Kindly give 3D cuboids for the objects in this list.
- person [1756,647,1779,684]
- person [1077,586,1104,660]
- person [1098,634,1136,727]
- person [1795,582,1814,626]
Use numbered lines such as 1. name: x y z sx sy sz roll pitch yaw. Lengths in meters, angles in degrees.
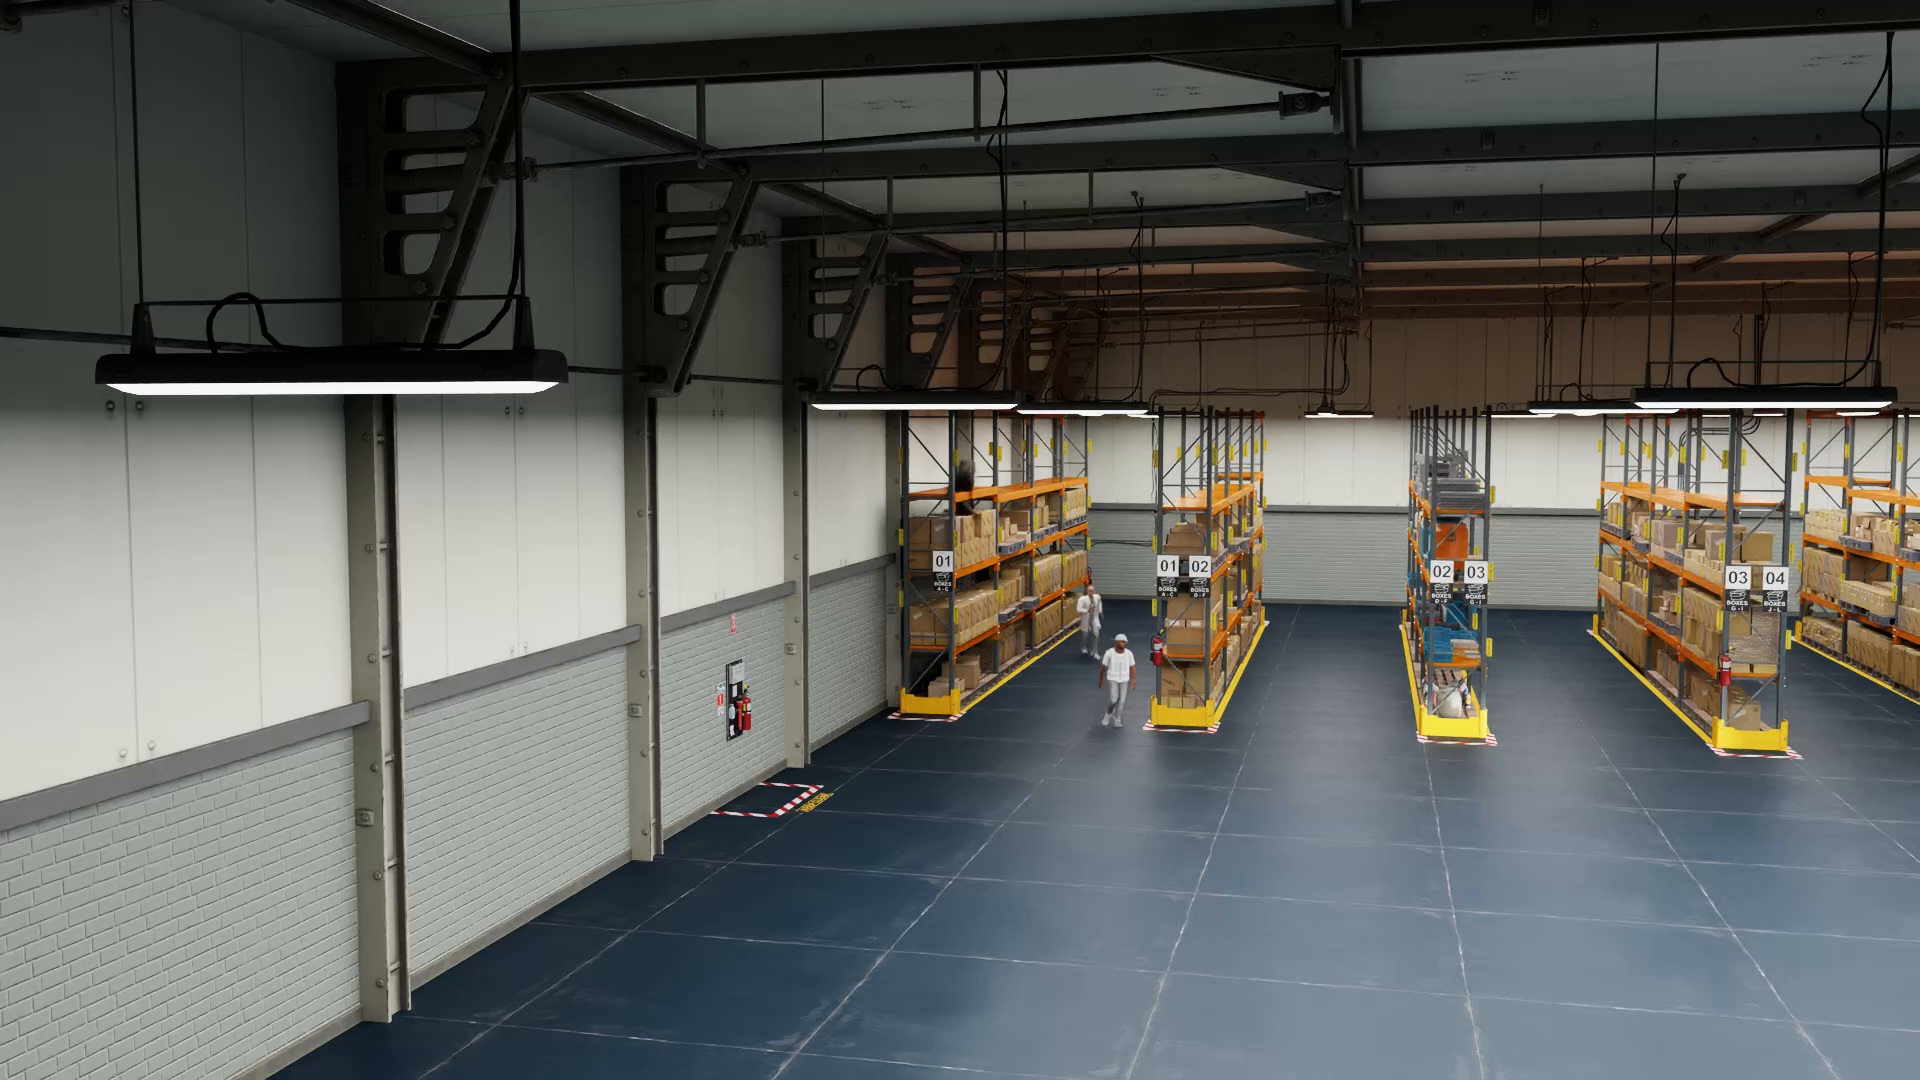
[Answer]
1. person: 17.399 2.277 36.239 0.714 1.693 0.686 1 4 16
2. person: 3.132 1.965 40.228 0.708 1.760 1.064 -1 4 -8
3. person: 2.936 2.614 30.928 0.647 1.746 0.477 -1 4 -14
4. person: 23.538 1.565 46.056 0.703 1.735 0.724 -2 5 -29
